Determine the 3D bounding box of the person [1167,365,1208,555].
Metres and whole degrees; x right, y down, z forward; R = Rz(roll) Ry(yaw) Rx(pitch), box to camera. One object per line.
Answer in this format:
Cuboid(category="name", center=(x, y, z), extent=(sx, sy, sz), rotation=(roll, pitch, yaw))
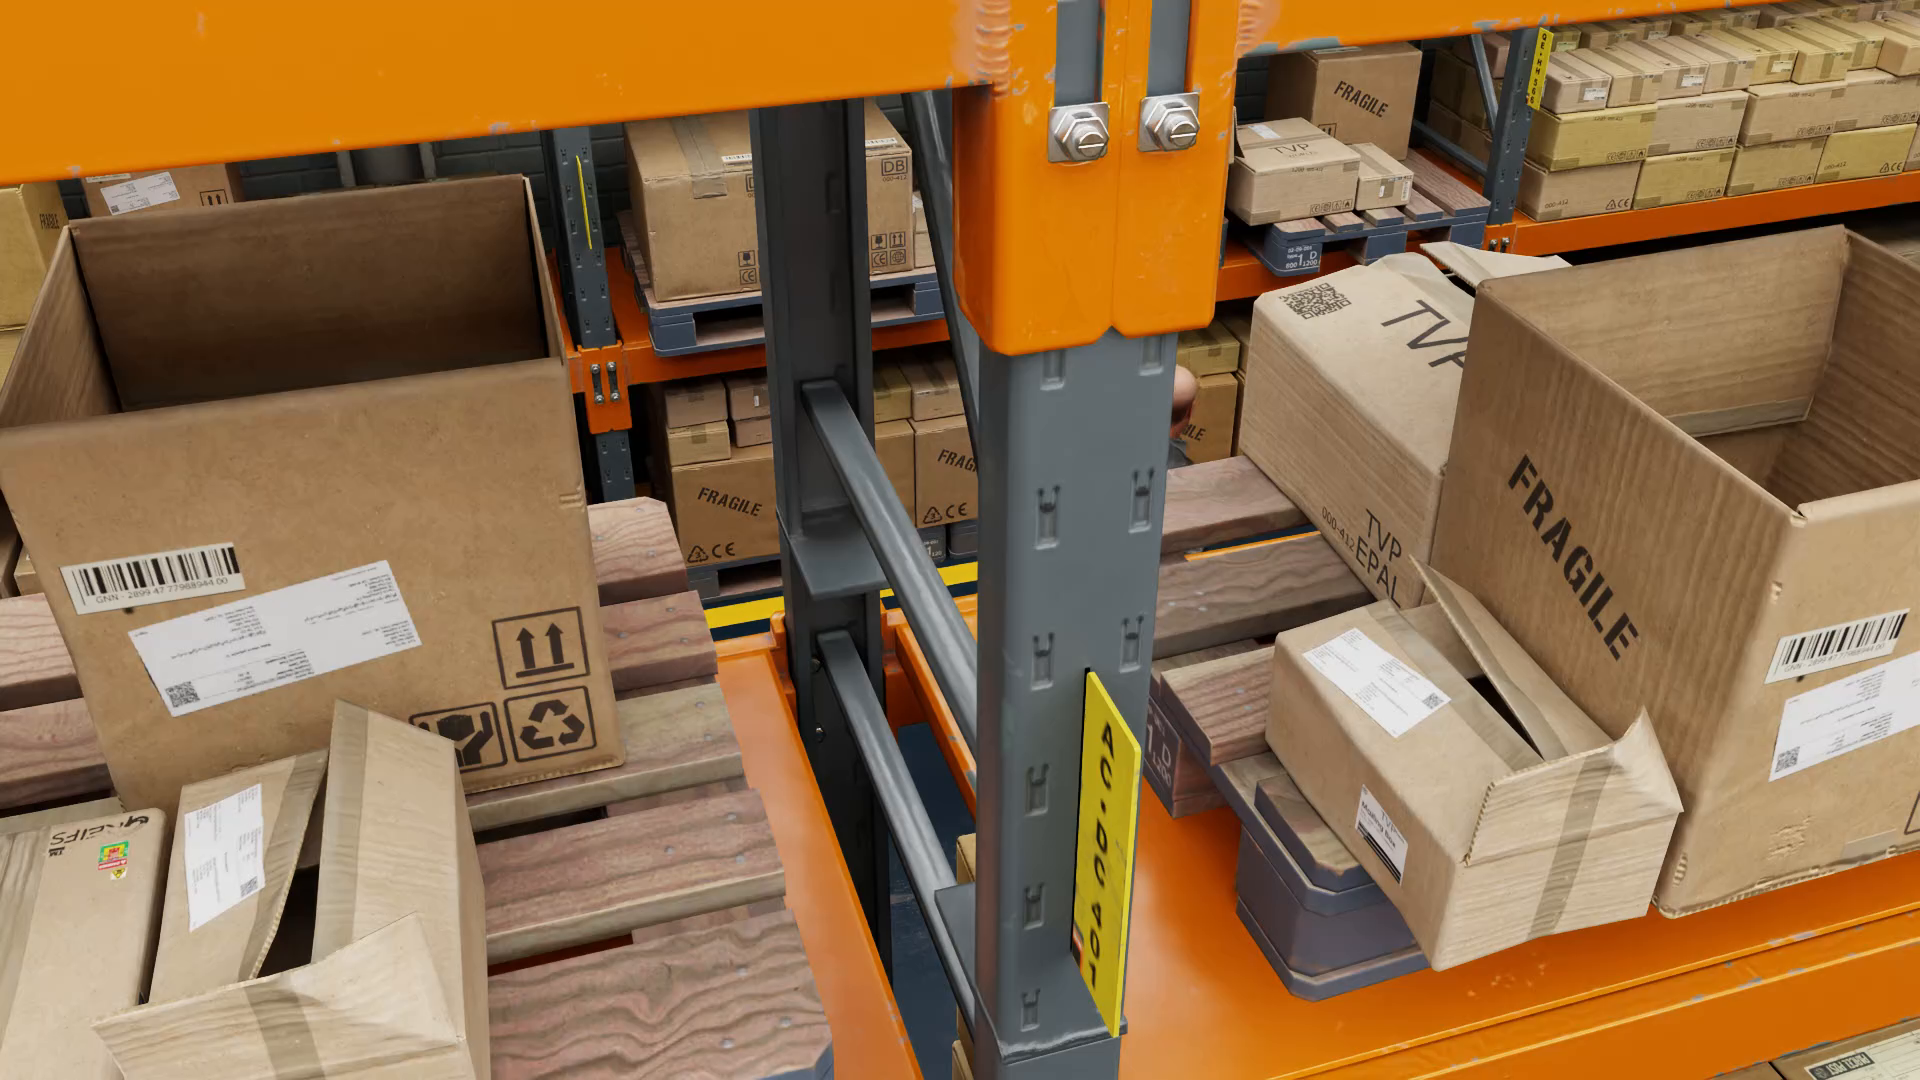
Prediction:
Cuboid(category="person", center=(0.680, 0.194, 5.887), extent=(0.909, 1.697, 0.665), rotation=(-11, 35, -16))
